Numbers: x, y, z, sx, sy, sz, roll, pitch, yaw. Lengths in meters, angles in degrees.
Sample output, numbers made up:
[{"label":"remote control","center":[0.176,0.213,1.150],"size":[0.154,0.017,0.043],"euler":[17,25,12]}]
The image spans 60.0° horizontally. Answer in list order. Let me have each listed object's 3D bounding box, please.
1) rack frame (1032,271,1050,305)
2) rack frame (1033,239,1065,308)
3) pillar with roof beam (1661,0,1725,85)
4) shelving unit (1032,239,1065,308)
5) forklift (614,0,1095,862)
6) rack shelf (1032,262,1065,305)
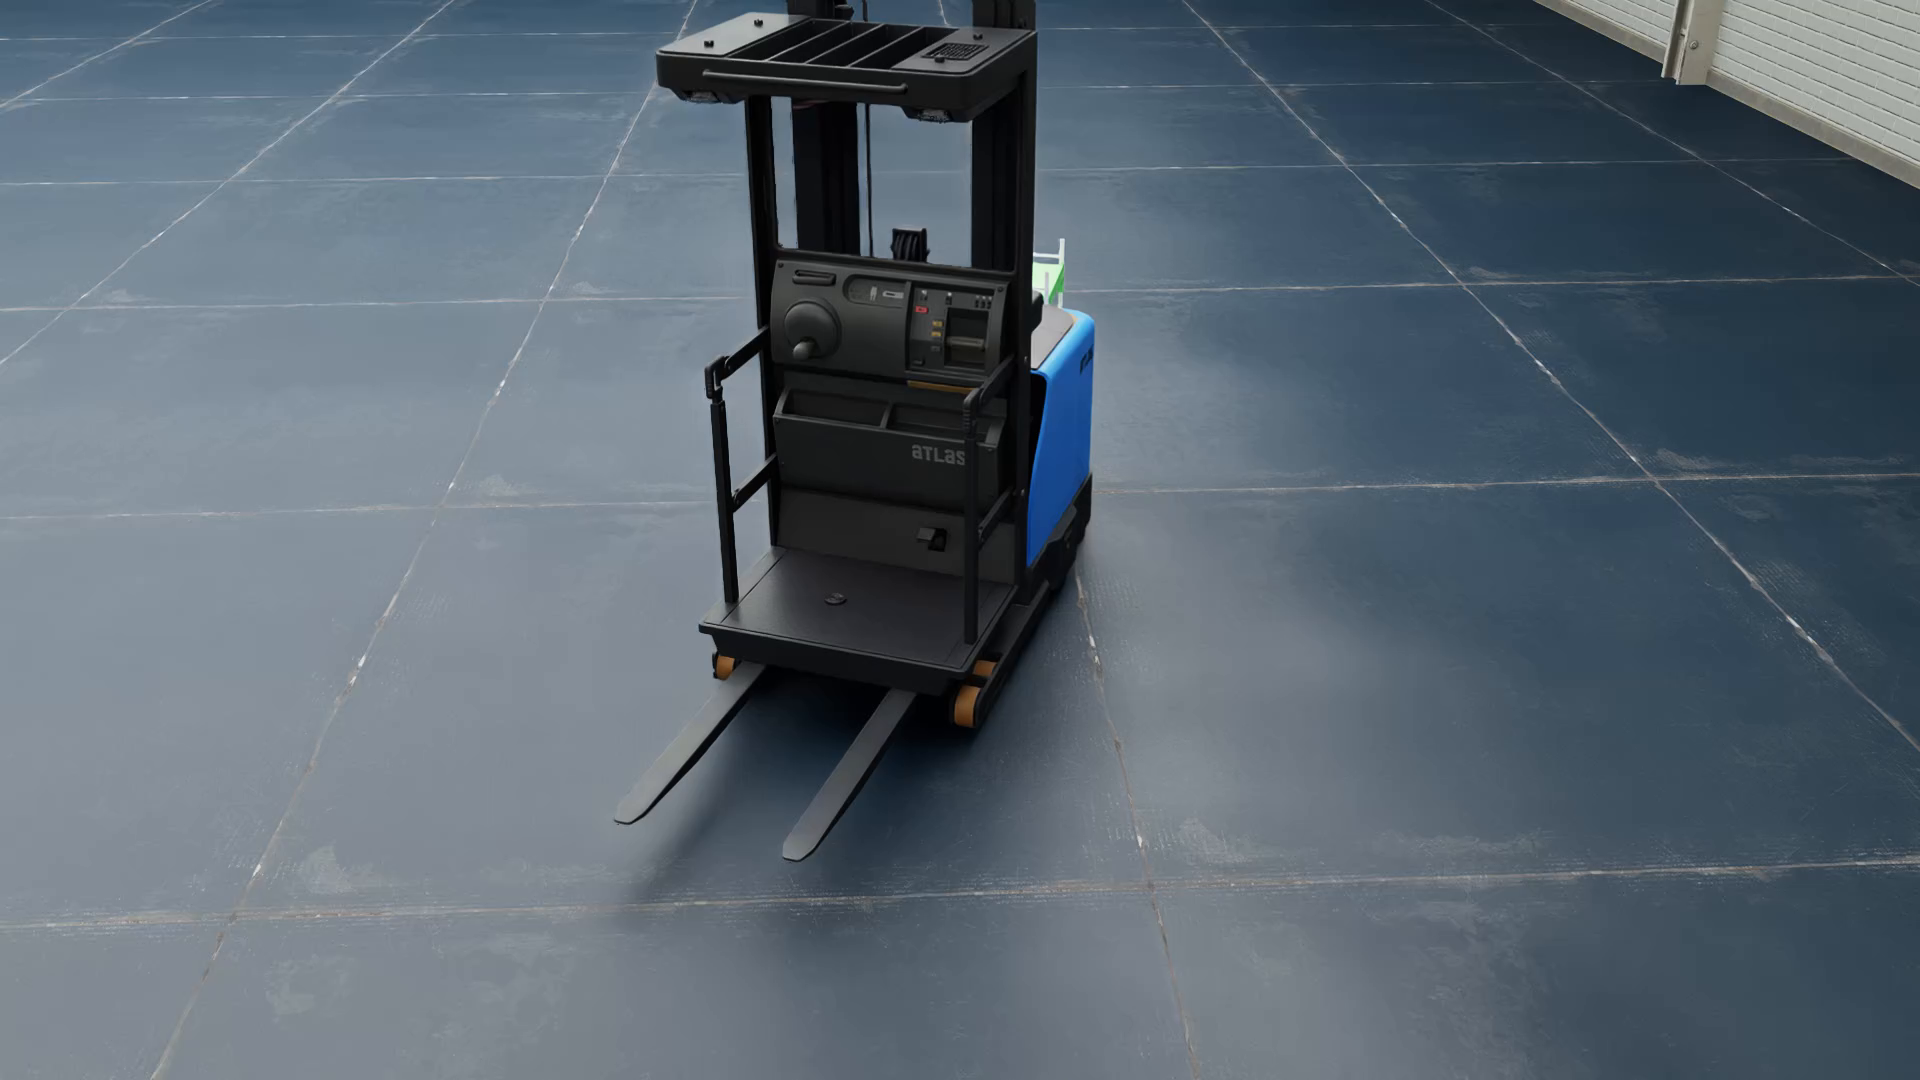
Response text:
[{"label":"rack frame","center":[0.284,-0.682,7.760],"size":[0.240,1.200,0.015],"euler":[5,28,10]},{"label":"rack frame","center":[0.377,-0.904,8.185],"size":[0.240,1.200,0.015],"euler":[5,28,10]},{"label":"pillar with roof beam","center":[2.885,-8.444,14.210],"size":[9.100,9.000,0.400],"euler":[-1,28,-3]},{"label":"shelving unit","center":[0.330,-0.793,7.973],"size":[0.258,1.200,0.503],"euler":[5,28,10]},{"label":"forklift","center":[-0.343,-0.789,6.094],"size":[1.130,2.935,3.031],"euler":[9,29,17]},{"label":"rack shelf","center":[0.331,-1.162,7.780],"size":[0.258,0.148,0.480],"euler":[5,28,10]}]
